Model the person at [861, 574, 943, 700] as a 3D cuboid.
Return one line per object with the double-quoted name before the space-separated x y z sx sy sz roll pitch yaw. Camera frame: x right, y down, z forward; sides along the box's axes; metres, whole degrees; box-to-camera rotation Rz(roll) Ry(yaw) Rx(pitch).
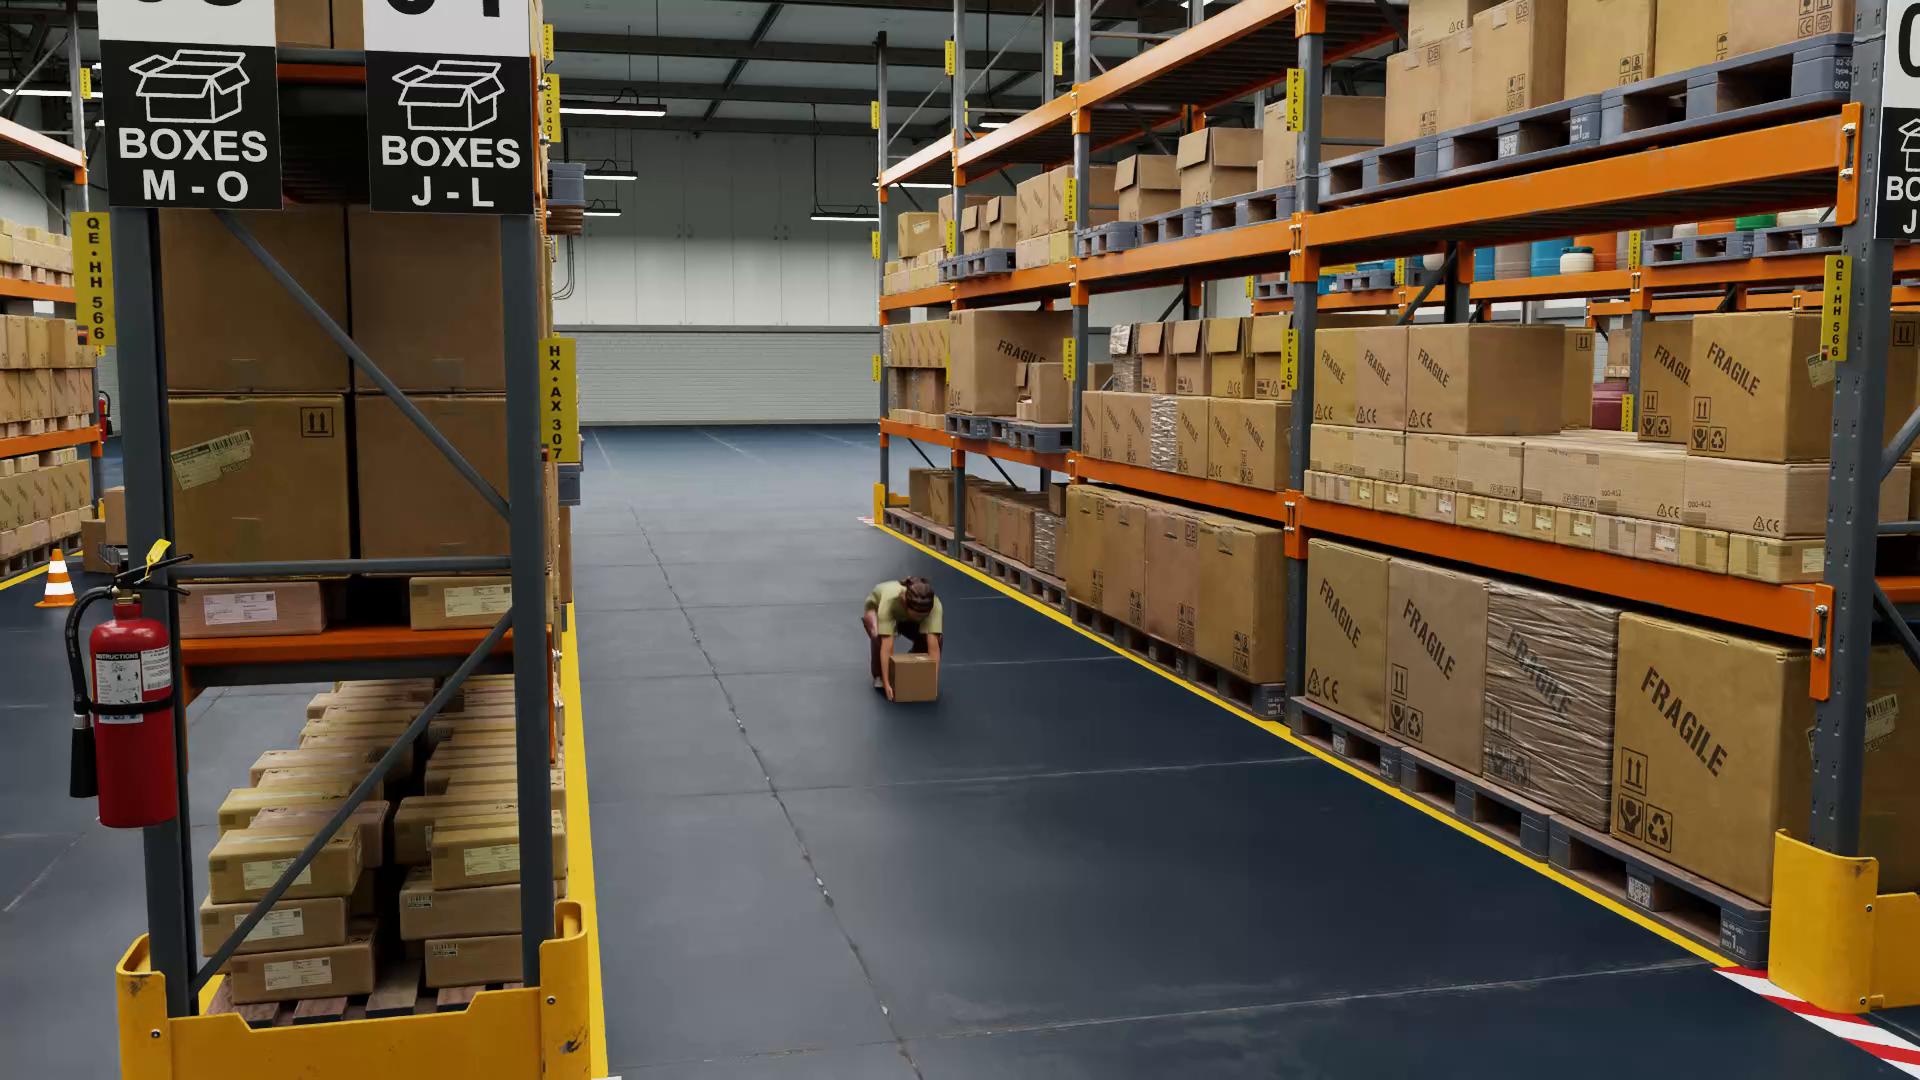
"person" -0.350 0.578 10.325 0.457 0.786 0.851 -2 6 -15
